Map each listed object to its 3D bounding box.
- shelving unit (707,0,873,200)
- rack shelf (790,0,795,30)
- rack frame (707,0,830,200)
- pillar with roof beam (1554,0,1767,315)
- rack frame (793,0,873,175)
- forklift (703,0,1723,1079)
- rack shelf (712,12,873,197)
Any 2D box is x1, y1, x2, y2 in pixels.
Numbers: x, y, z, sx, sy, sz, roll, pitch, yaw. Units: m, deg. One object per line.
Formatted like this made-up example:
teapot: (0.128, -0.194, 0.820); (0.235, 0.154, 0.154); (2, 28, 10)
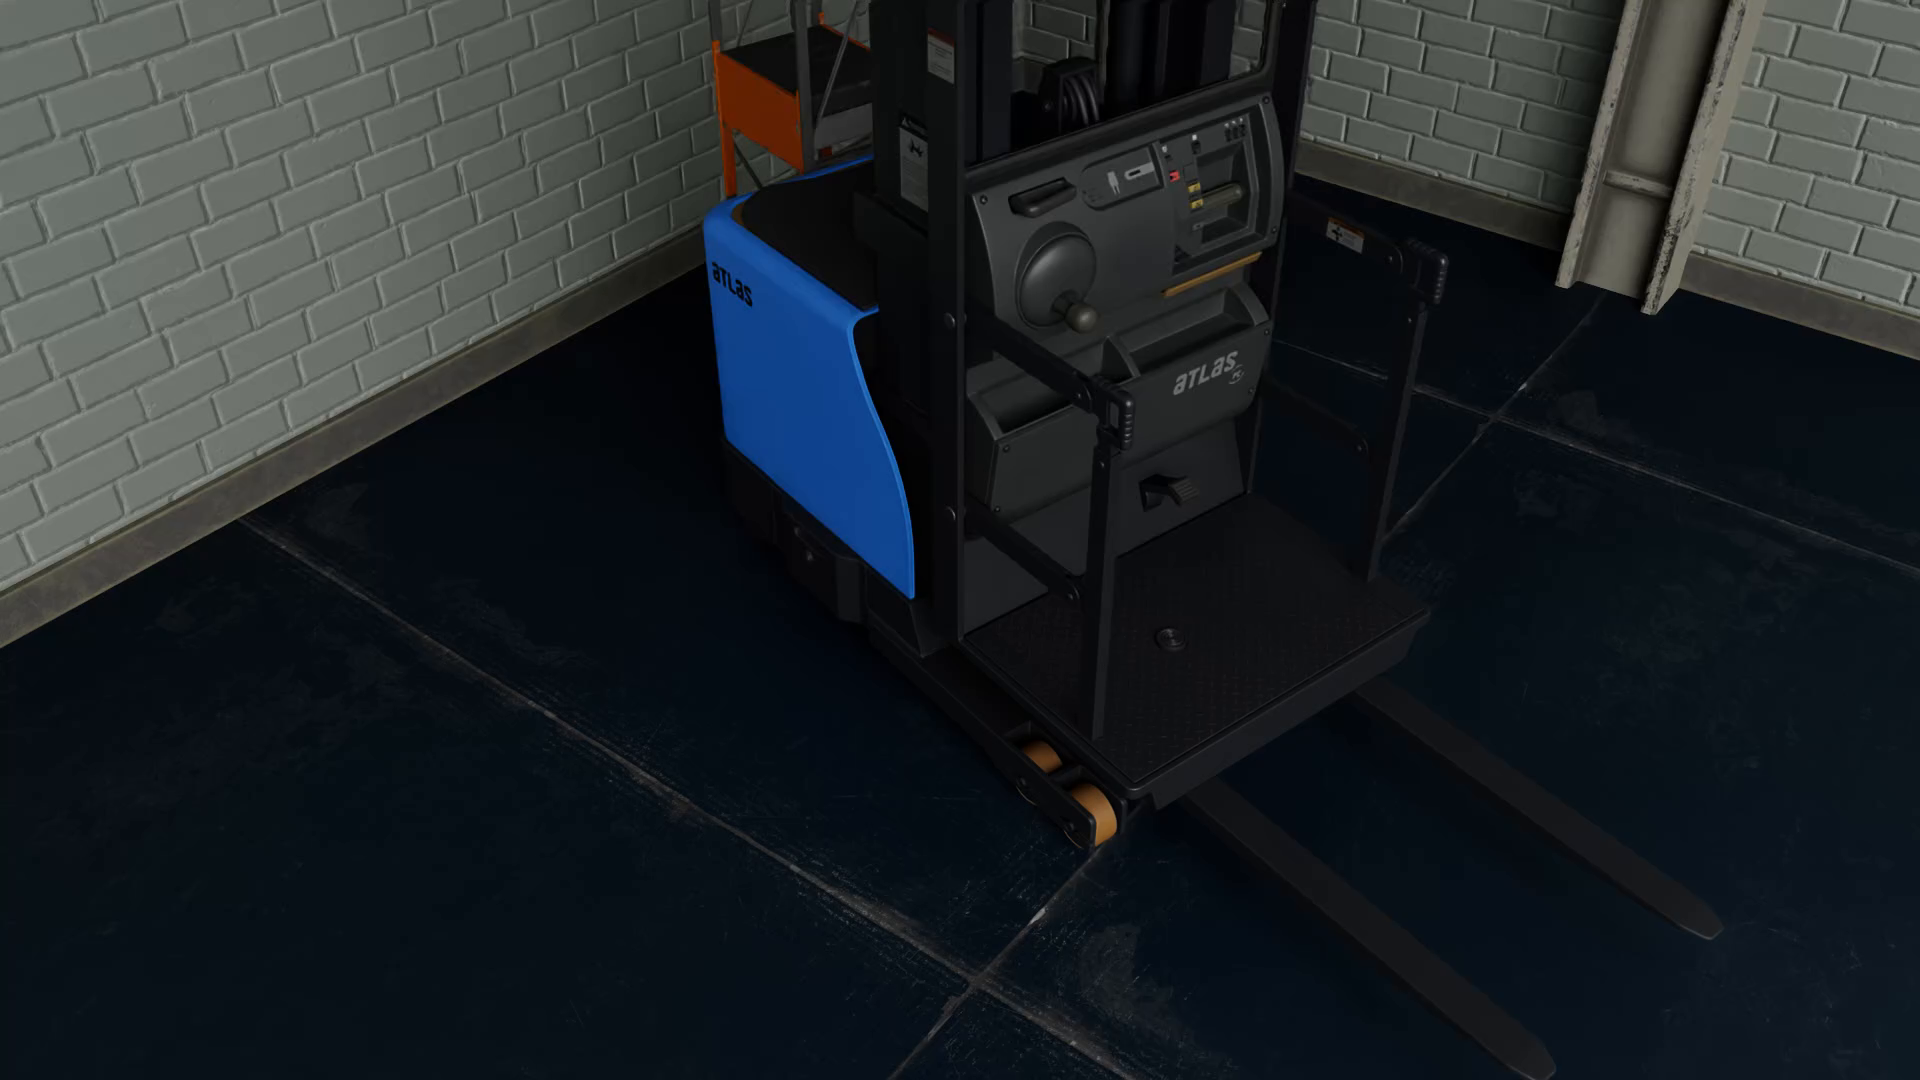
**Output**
shelving unit: (-0.454, -1.298, 5.205); (0.431, 2.100, 0.503); (-25, 45, -29)
rack shelf: (-0.454, -1.838, 4.781); (0.431, 0.518, 0.480); (-25, 45, -29)
rack frame: (-0.603, -1.417, 5.357); (0.400, 2.100, 0.015); (-25, 45, -29)
pillar with roof beam: (-0.033, -2.440, 1.067); (0.400, 9.000, 9.100); (25, 45, 29)
rack frame: (-0.305, -1.179, 5.052); (0.400, 2.100, 0.015); (-25, 45, -29)
forklift: (0.546, -0.715, 3.786); (1.130, 2.935, 3.031); (-25, 45, -29)
rack shelf: (-0.454, -1.287, 5.213); (0.431, 0.518, 0.480); (-25, 45, -29)
